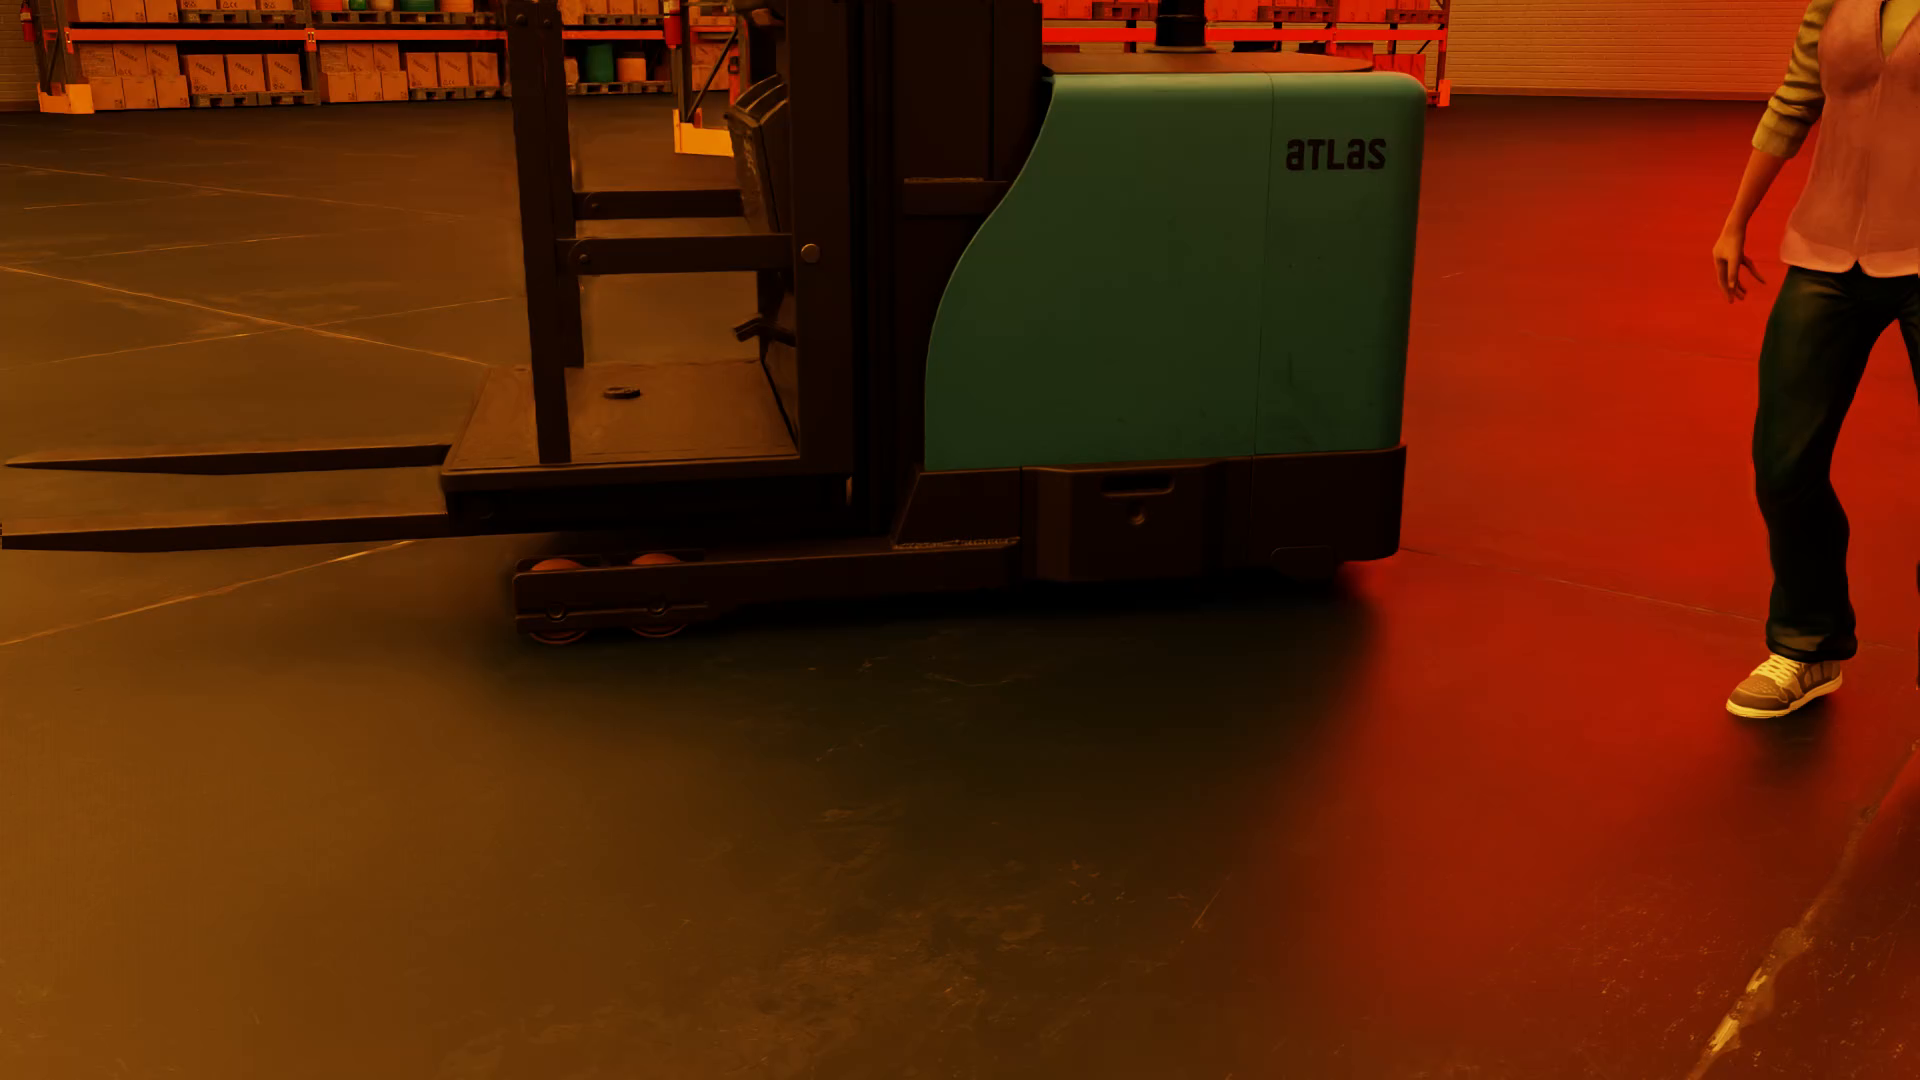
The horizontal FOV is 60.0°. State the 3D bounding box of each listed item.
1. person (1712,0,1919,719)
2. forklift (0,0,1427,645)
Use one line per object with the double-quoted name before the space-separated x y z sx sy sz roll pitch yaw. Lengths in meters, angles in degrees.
"person" 1.513 -0.408 2.637 0.399 1.568 0.731 -12 21 -34
"forklift" -0.610 -1.363 3.387 3.031 2.935 1.130 -3 17 -10
